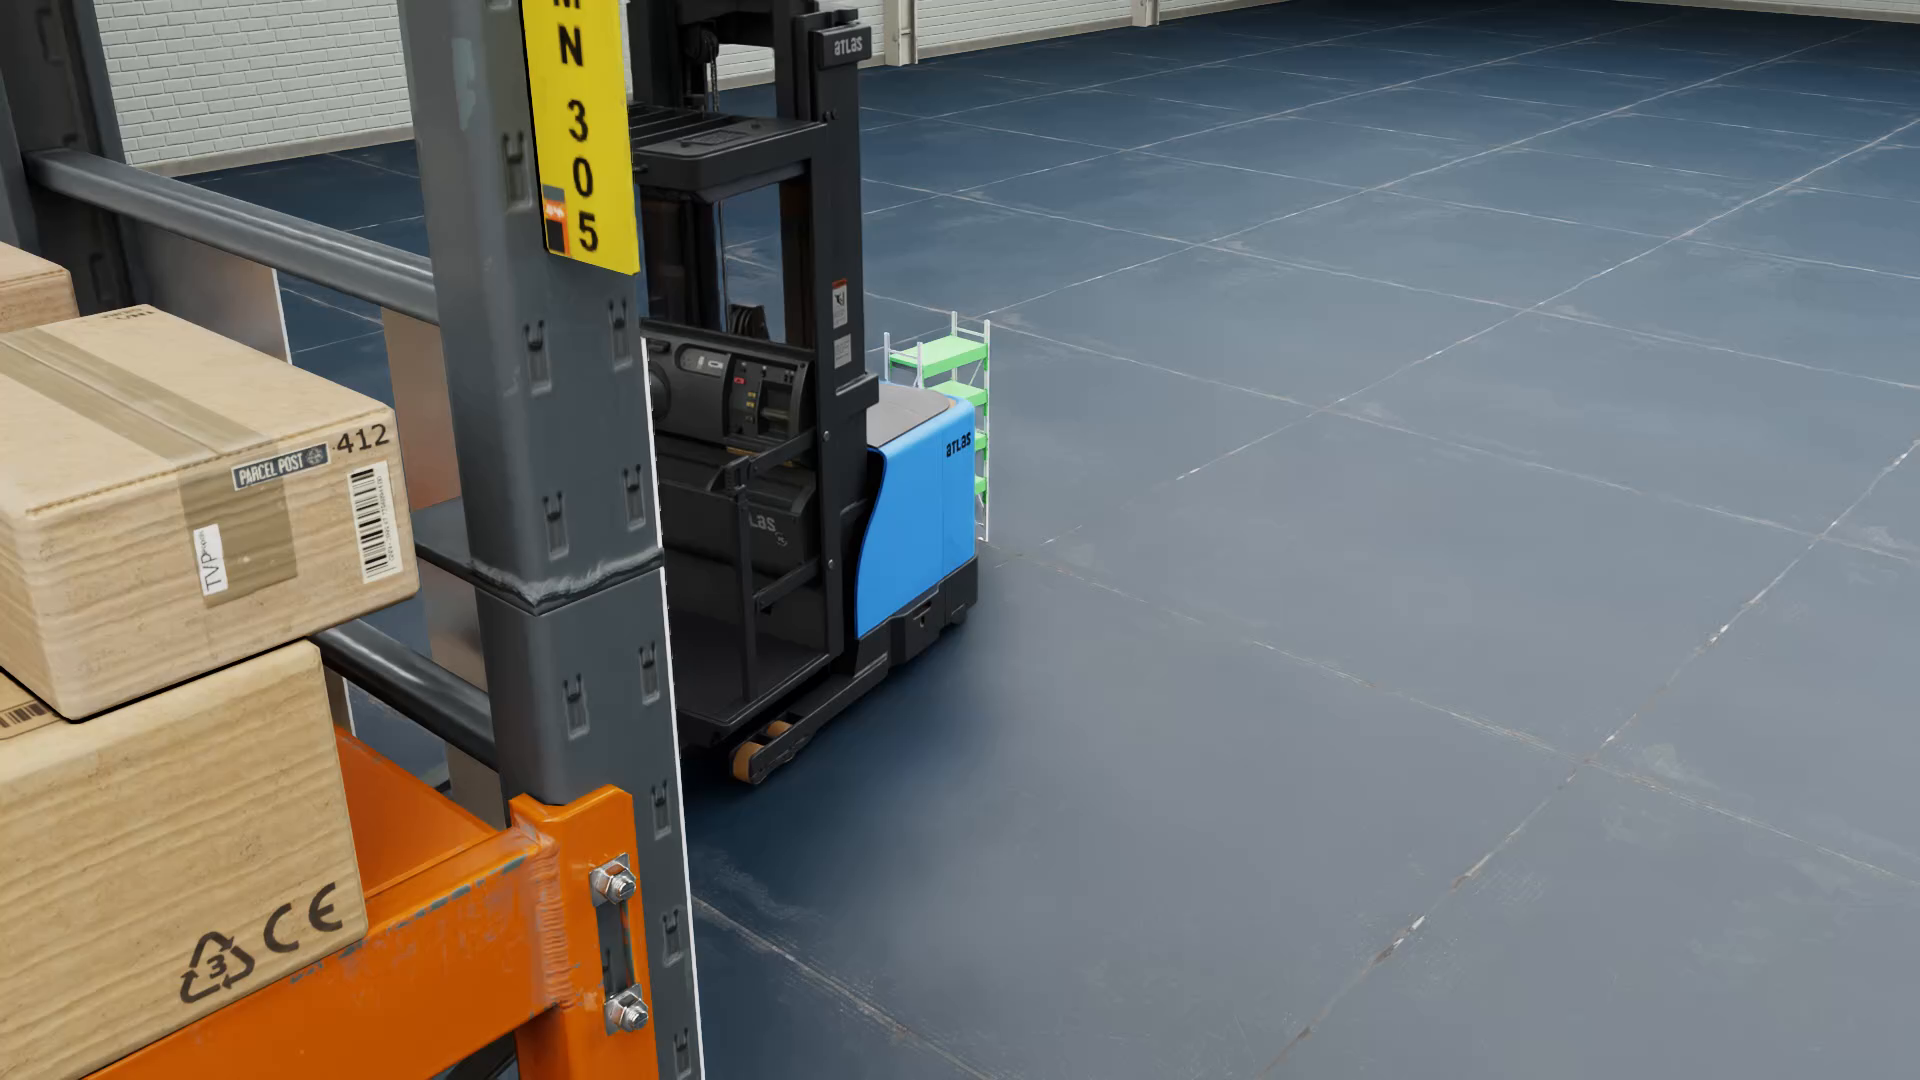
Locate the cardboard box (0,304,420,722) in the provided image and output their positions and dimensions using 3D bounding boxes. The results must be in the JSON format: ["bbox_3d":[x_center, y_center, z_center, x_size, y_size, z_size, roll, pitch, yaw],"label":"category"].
[{"bbox_3d":[-0.610,-0.040,1.202,0.380,0.149,0.250,20,31,38],"label":"cardboard box"}]

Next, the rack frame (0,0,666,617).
[{"bbox_3d":[-0.657,-1.465,1.018,1.000,3.000,0.127,20,31,38],"label":"rack frame"}]

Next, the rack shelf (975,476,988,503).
[{"bbox_3d":[-0.110,-0.220,8.516,0.258,0.148,0.480,20,31,38],"label":"rack shelf"}]

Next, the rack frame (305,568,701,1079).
[{"bbox_3d":[-0.657,1.272,2.246,1.000,3.000,0.127,20,31,38],"label":"rack frame"}]

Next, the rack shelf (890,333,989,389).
[{"bbox_3d":[-0.110,-0.877,8.222,0.258,0.148,0.480,20,31,38],"label":"rack shelf"}]

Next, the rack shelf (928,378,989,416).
[{"bbox_3d":[-0.110,-0.658,8.320,0.258,0.148,0.480,20,31,38],"label":"rack shelf"}]

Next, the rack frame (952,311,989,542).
[{"bbox_3d":[0.052,-0.571,8.558,0.240,1.200,0.015,20,31,38],"label":"rack frame"}]

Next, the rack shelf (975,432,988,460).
[{"bbox_3d":[-0.110,-0.439,8.418,0.258,0.148,0.480,20,31,38],"label":"rack shelf"}]

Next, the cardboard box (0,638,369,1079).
[{"bbox_3d":[-0.790,0.188,1.180,0.500,0.250,0.500,21,32,39],"label":"cardboard box"}]

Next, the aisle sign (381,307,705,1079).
[{"bbox_3d":[-0.393,0.149,1.573,0.394,0.787,0.004,20,31,38],"label":"aisle sign"}]

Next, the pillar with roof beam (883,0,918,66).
[{"bbox_3d":[2.347,-9.868,19.759,9.100,9.000,0.400,20,31,38],"label":"pillar with roof beam"}]

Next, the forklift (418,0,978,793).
[{"bbox_3d":[-1.104,-0.584,6.470,1.130,2.935,3.031,14,28,28],"label":"forklift"}]

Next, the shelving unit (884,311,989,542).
[{"bbox_3d":[-0.110,-0.497,8.392,0.258,1.200,0.503,20,31,38],"label":"shelving unit"}]

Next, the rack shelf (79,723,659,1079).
[{"bbox_3d":[-1.992,0.841,0.420,1.077,0.370,4.000,20,31,38],"label":"rack shelf"}]

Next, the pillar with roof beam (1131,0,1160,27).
[{"bbox_3d":[6.352,-11.696,23.836,9.100,9.000,0.400,20,31,38],"label":"pillar with roof beam"}]

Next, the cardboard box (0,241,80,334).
[{"bbox_3d":[-1.013,-0.189,1.535,0.380,0.149,0.250,20,31,37],"label":"cardboard box"}]

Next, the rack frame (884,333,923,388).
[{"bbox_3d":[-0.273,-0.423,8.226,0.240,1.200,0.015,20,31,38],"label":"rack frame"}]

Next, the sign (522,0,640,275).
[{"bbox_3d":[-0.257,-0.343,1.099,0.100,0.325,0.005,20,31,38],"label":"sign"}]

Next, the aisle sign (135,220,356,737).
[{"bbox_3d":[-0.839,-0.015,1.939,0.394,0.787,0.004,20,31,38],"label":"aisle sign"}]
